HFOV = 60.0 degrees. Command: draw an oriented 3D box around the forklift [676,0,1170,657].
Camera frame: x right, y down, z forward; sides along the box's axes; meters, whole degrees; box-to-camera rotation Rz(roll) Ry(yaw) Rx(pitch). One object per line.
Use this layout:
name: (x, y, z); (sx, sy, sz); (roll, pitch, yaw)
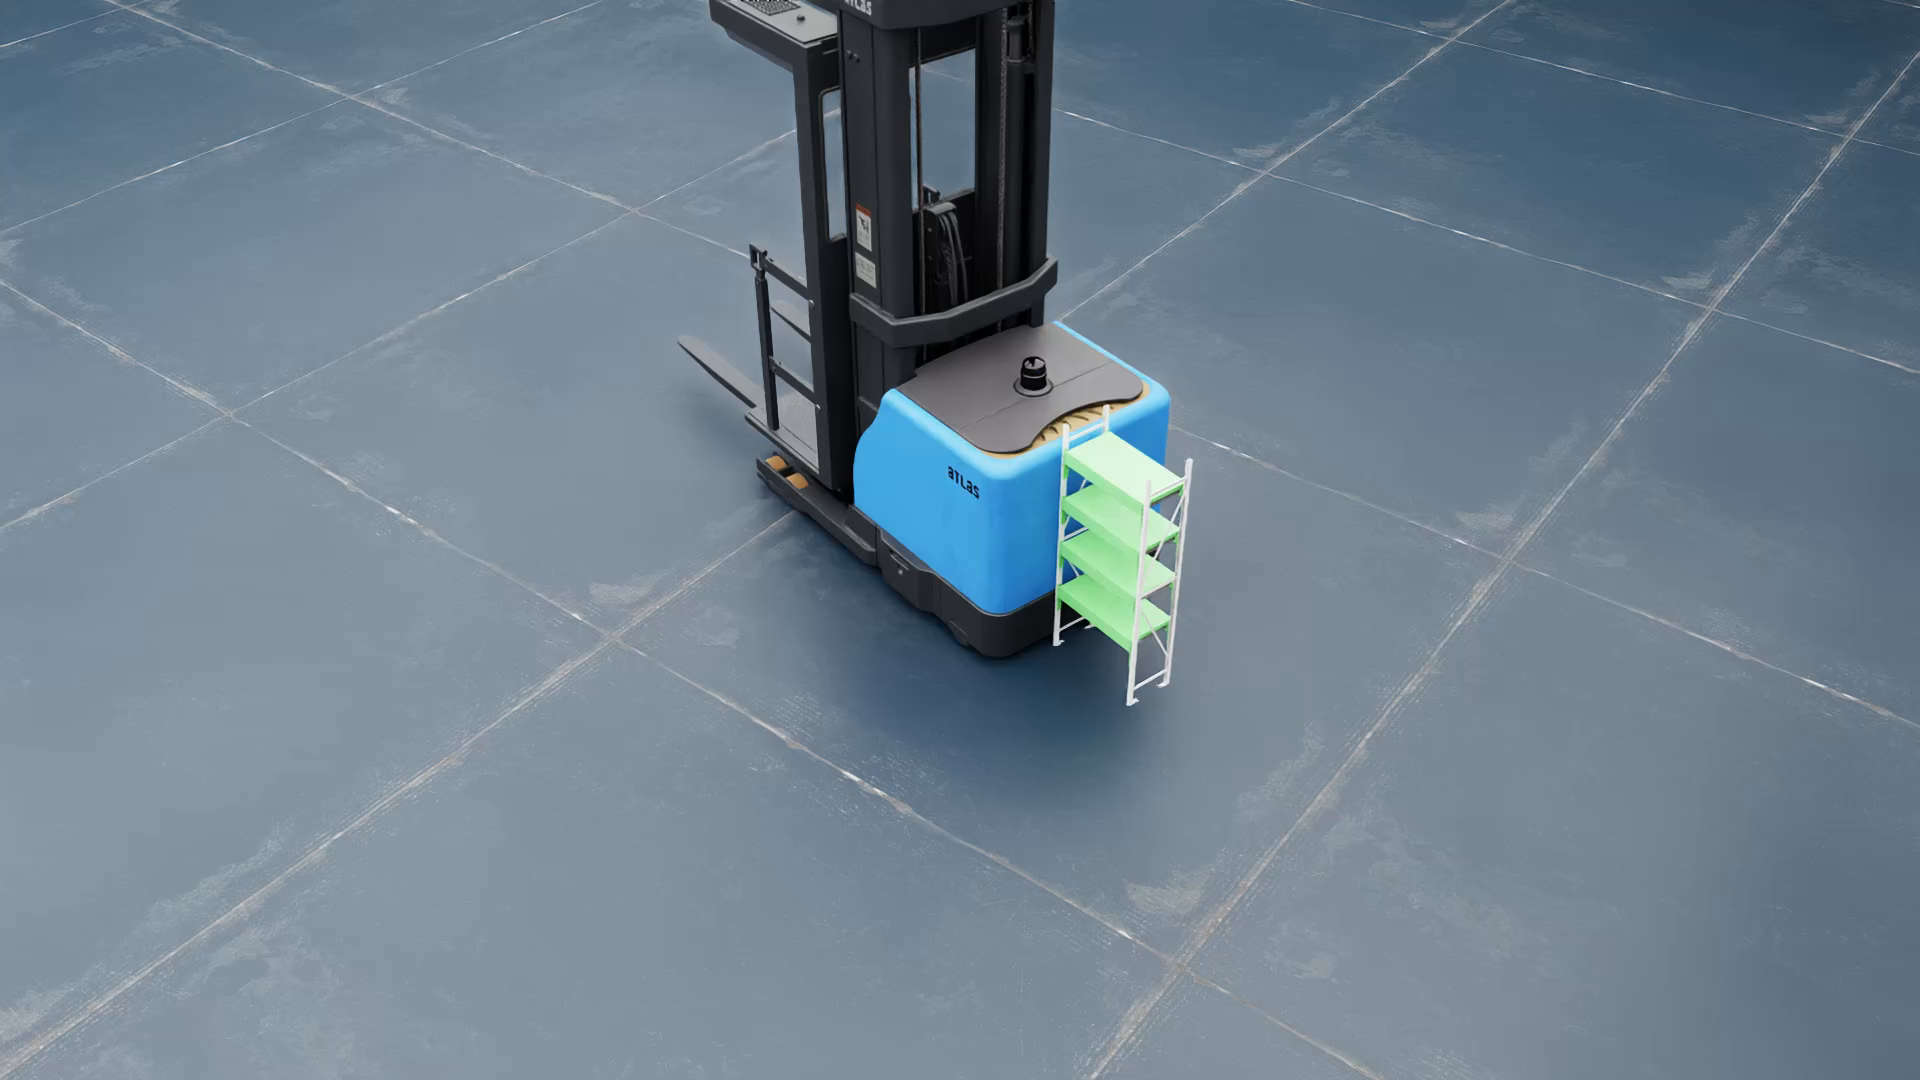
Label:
forklift: (-0.372, -1.488, 7.633); (1.130, 2.935, 3.031); (-26, 45, -29)

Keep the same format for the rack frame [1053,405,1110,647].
rack frame: (0.520, -0.039, 7.187); (0.240, 1.200, 0.015); (-26, 45, -29)

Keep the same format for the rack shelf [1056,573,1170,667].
rack shelf: (0.670, 0.319, 7.223); (0.258, 0.148, 0.480); (-26, 45, -29)

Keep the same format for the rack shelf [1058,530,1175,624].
rack shelf: (0.670, 0.130, 7.075); (0.258, 0.148, 0.480); (-26, 45, -29)

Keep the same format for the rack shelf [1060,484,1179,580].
rack shelf: (0.670, -0.059, 6.927); (0.258, 0.148, 0.480); (-26, 45, -29)

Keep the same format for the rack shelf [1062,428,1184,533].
rack shelf: (0.670, -0.248, 6.779); (0.258, 0.148, 0.480); (-26, 45, -29)

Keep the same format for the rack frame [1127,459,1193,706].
rack frame: (0.820, 0.198, 6.884); (0.240, 1.200, 0.015); (-26, 45, -29)

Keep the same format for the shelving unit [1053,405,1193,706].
shelving unit: (0.670, 0.080, 7.035); (0.258, 1.200, 0.503); (-26, 45, -29)
